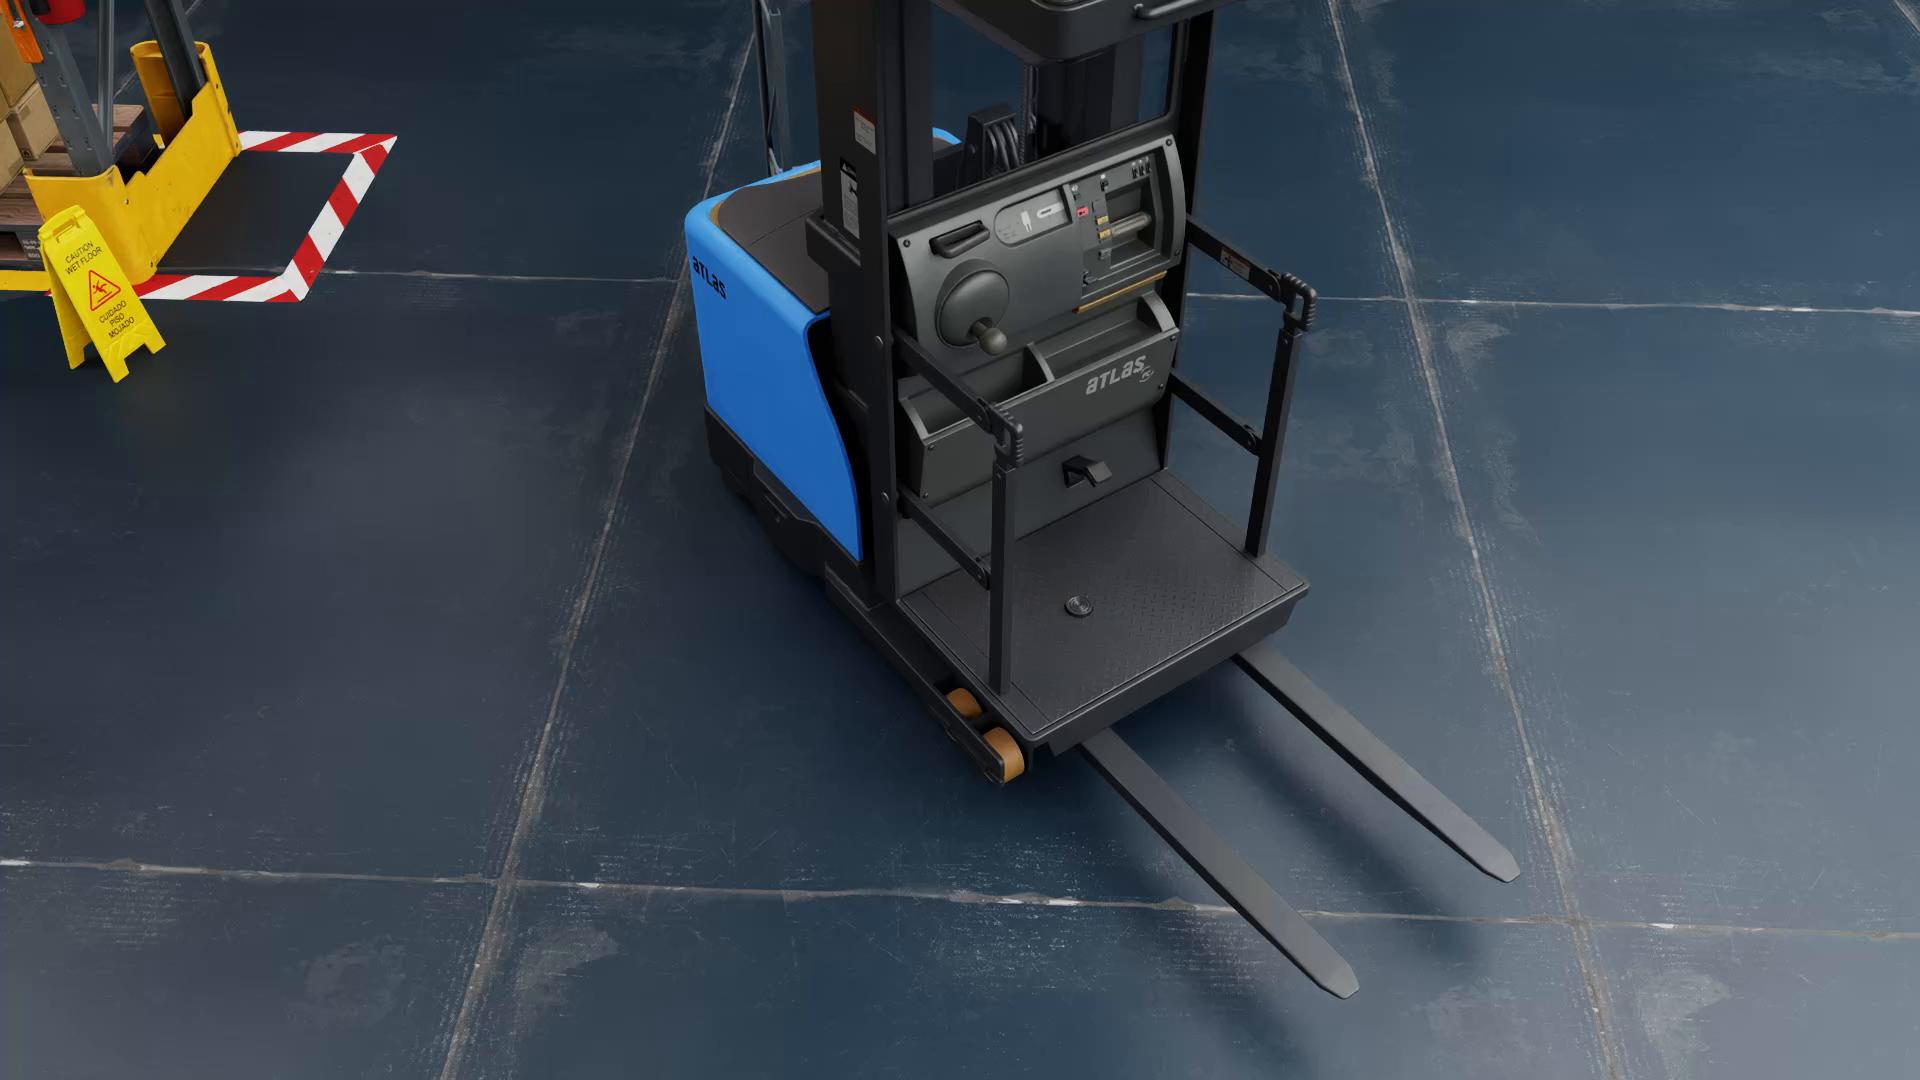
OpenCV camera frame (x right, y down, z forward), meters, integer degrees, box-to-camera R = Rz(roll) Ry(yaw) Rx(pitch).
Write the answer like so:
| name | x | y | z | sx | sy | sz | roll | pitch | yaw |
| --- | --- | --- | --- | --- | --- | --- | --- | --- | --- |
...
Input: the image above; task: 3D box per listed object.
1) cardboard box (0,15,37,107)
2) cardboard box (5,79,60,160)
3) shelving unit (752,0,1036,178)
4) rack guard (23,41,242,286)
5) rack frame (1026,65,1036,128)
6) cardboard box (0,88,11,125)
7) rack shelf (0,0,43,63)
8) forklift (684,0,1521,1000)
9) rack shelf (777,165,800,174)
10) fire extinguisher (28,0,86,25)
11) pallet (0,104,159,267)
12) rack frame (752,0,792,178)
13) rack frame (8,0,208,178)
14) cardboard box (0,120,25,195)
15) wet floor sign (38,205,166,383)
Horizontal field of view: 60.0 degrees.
| name | x | y | z | sx | sy | sz | roll | pitch | yaw |
| --- | --- | --- | --- | --- | --- | --- | --- | --- | --- |
| cardboard box | -4.258 | -2.184 | 7.053 | 0.500 | 0.500 | 0.500 | 0 | 43 | 0 |
| cardboard box | -4.234 | -1.910 | 7.308 | 0.500 | 0.250 | 0.500 | 1 | 43 | 2 |
| shelving unit | -0.163 | -1.396 | 6.149 | 1.048 | 1.500 | 0.538 | -10 | 44 | -10 |
| rack guard | -3.516 | -1.637 | 7.140 | 0.348 | 0.500 | 1.175 | 2 | 43 | 2 |
| rack frame | 0.329 | -1.482 | 6.240 | 0.032 | 1.500 | 0.500 | -10 | 44 | -10 |
| cardboard box | -4.253 | -1.818 | 6.660 | 0.500 | 0.500 | 0.500 | 2 | 43 | 2 |
| rack shelf | -5.438 | -2.347 | 6.597 | 4.000 | 0.370 | 1.077 | 2 | 43 | 2 |
| forklift | 0.361 | -0.726 | 4.379 | 1.130 | 2.935 | 3.031 | -26 | 49 | -25 |
| rack shelf | -0.163 | -1.265 | 6.271 | 1.000 | 0.185 | 0.538 | -10 | 44 | -10 |
| fire extinguisher | -3.347 | -2.203 | 5.971 | 0.183 | 0.674 | 0.296 | 2 | 43 | 2 |
| pallet | -4.326 | -1.580 | 7.291 | 1.213 | 0.211 | 1.003 | 2 | 43 | 2 |
| rack frame | -0.656 | -1.311 | 6.057 | 0.032 | 1.500 | 0.500 | -10 | 44 | -10 |
| rack frame | -3.440 | -2.549 | 6.286 | 0.127 | 3.000 | 1.000 | 2 | 43 | 2 |
| cardboard box | -4.284 | -1.539 | 6.910 | 0.500 | 0.250 | 0.500 | 2 | 43 | 2 |
| wet floor sign | -3.299 | -0.953 | 6.300 | 0.232 | 0.644 | 0.267 | 16 | 45 | 16 |
